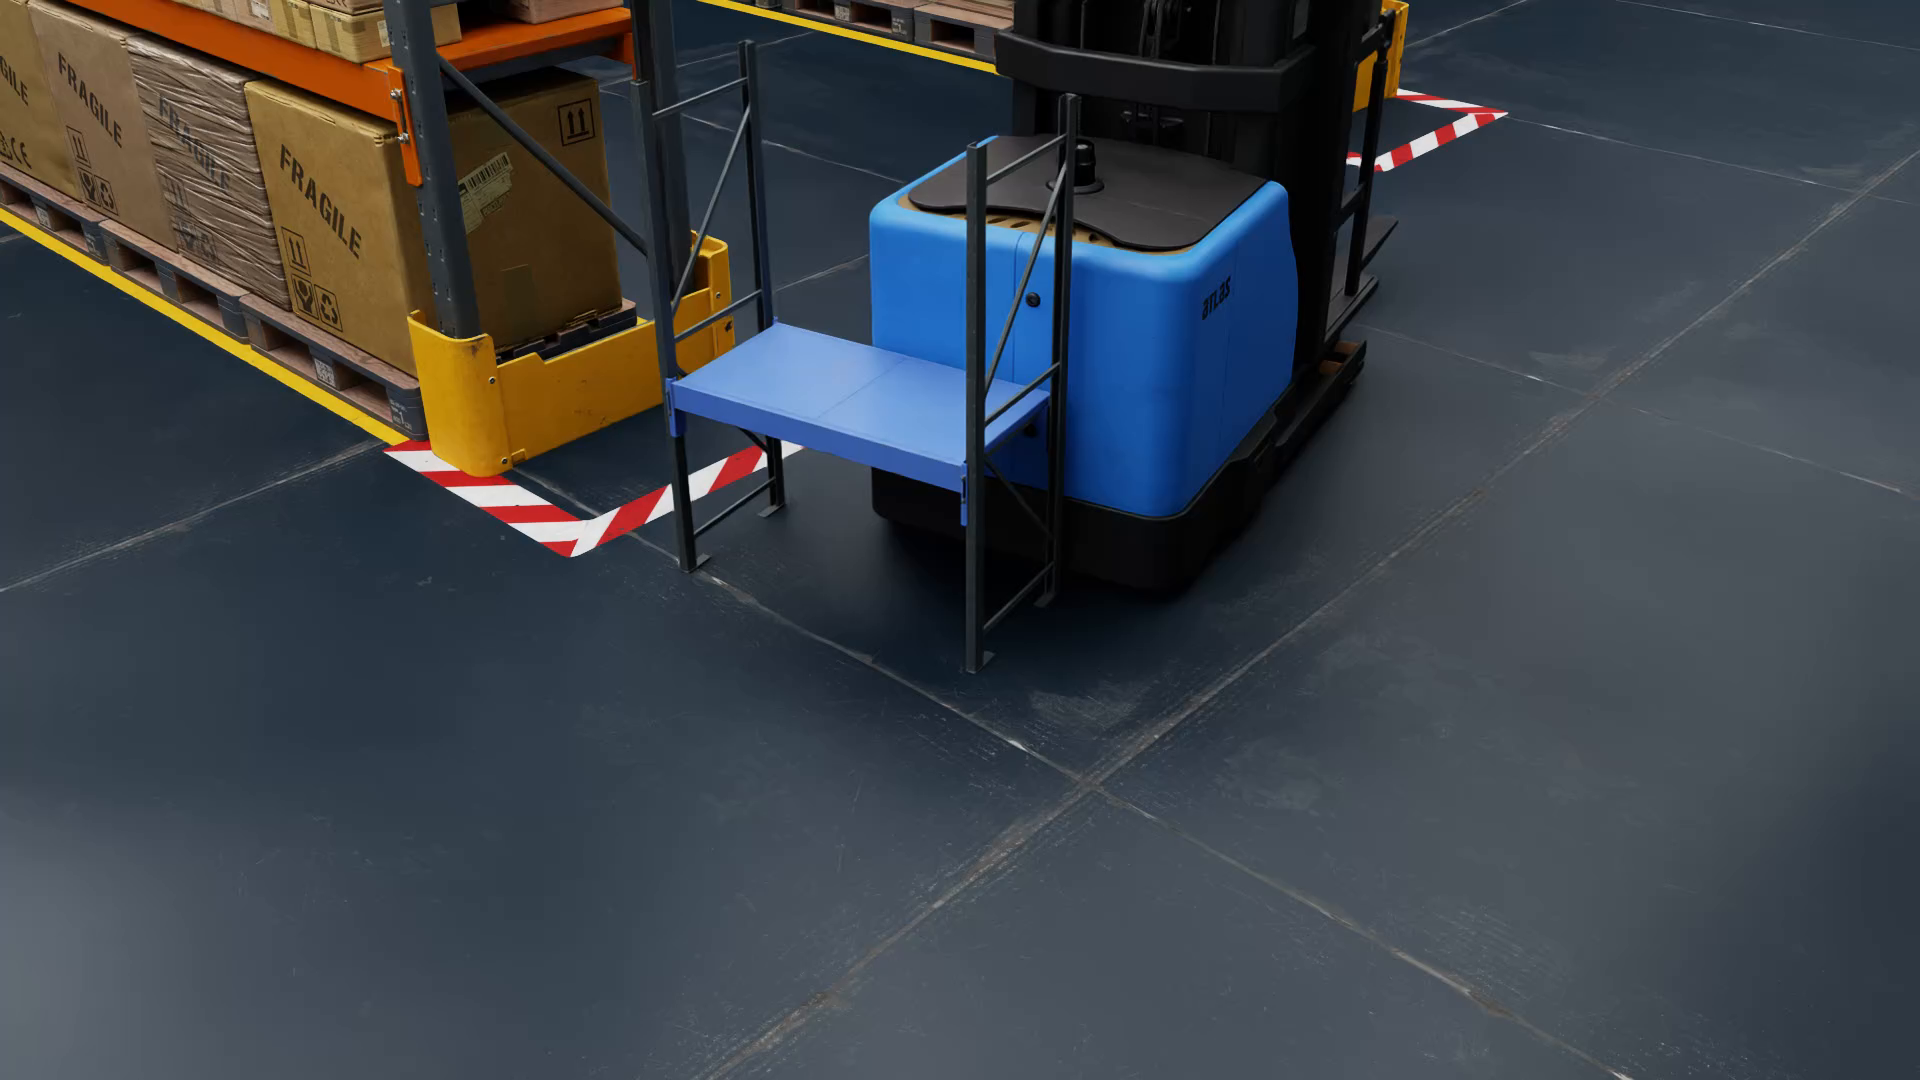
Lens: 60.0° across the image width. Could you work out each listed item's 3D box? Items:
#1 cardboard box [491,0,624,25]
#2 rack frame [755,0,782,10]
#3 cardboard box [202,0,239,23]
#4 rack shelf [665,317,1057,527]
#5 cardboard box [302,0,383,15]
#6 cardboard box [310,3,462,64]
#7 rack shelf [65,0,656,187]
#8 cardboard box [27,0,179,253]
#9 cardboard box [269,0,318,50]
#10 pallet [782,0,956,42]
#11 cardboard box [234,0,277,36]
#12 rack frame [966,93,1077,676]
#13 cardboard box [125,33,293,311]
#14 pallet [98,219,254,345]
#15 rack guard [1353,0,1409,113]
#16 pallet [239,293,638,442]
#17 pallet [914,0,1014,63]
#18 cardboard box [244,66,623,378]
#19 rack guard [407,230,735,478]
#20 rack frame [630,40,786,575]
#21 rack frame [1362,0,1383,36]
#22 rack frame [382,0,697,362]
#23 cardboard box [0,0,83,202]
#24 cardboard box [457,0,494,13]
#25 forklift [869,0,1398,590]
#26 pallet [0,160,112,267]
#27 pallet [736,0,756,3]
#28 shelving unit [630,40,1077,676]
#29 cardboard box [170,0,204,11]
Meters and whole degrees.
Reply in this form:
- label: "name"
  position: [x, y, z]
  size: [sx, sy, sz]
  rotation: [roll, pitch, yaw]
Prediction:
- label: "cardboard box"
  position: [-1.399, -1.913, 5.764]
  size: [0.250, 0.149, 0.380]
  rotation: [26, 39, 36]
- label: "rack frame"
  position: [-0.999, -5.050, 10.731]
  size: [0.127, 3.000, 1.000]
  rotation: [25, 39, 35]
- label: "cardboard box"
  position: [-2.407, -1.925, 5.784]
  size: [0.250, 0.149, 0.380]
  rotation: [26, 40, 36]
- label: "rack shelf"
  position: [-0.278, -0.361, 4.742]
  size: [1.000, 0.185, 0.538]
  rotation: [17, 35, 26]
- label: "cardboard box"
  position: [-1.895, -1.901, 5.357]
  size: [0.500, 0.250, 0.500]
  rotation: [24, 39, 34]
- label: "cardboard box"
  position: [-1.842, -1.662, 5.346]
  size: [0.250, 0.149, 0.380]
  rotation: [26, 40, 36]
- label: "rack shelf"
  position: [-2.840, -2.156, 6.621]
  size: [4.000, 0.370, 1.077]
  rotation: [25, 39, 35]
- label: "cardboard box"
  position: [-3.220, -1.856, 7.077]
  size: [0.875, 0.875, 0.875]
  rotation: [25, 39, 35]
- label: "cardboard box"
  position: [-2.036, -1.751, 5.494]
  size: [0.250, 0.149, 0.380]
  rotation: [25, 39, 36]
- label: "pallet"
  position: [-0.428, -3.616, 11.052]
  size: [1.213, 0.211, 1.003]
  rotation: [25, 39, 35]
- label: "cardboard box"
  position: [-2.222, -1.839, 5.640]
  size: [0.250, 0.149, 0.380]
  rotation: [25, 39, 35]
- label: "rack frame"
  position: [0.157, -0.379, 4.424]
  size: [0.032, 1.500, 0.500]
  rotation: [17, 35, 26]
- label: "cardboard box"
  position: [-2.560, -1.547, 6.565]
  size: [0.875, 0.875, 0.875]
  rotation: [25, 39, 35]
- label: "pallet"
  position: [-2.903, -1.246, 7.116]
  size: [1.213, 0.211, 1.003]
  rotation: [25, 39, 35]
- label: "rack guard"
  position: [1.993, -2.592, 9.070]
  size: [0.348, 0.500, 1.175]
  rotation: [25, 39, 35]
- label: "pallet"
  position: [-2.002, -0.824, 6.414]
  size: [1.213, 0.211, 1.003]
  rotation: [25, 39, 35]
- label: "pallet"
  position: [0.481, -3.194, 10.351]
  size: [1.213, 0.211, 1.003]
  rotation: [25, 39, 35]
- label: "cardboard box"
  position: [-1.885, -1.233, 6.042]
  size: [0.875, 0.875, 0.875]
  rotation: [25, 39, 35]
- label: "rack guard"
  position: [-1.339, -0.693, 5.916]
  size: [0.348, 0.500, 1.175]
  rotation: [25, 39, 35]
- label: "rack frame"
  position: [-0.714, -0.650, 4.873]
  size: [0.032, 1.500, 0.500]
  rotation: [17, 35, 26]
- label: "rack frame"
  position: [1.966, -3.666, 8.431]
  size: [0.127, 3.000, 1.000]
  rotation: [25, 39, 35]
- label: "rack frame"
  position: [-1.357, -1.772, 5.285]
  size: [0.127, 3.000, 1.000]
  rotation: [25, 39, 35]
- label: "cardboard box"
  position: [-3.887, -2.167, 7.594]
  size: [0.875, 0.875, 0.875]
  rotation: [25, 39, 35]
- label: "cardboard box"
  position: [-1.590, -2.002, 5.910]
  size: [0.250, 0.149, 0.380]
  rotation: [24, 39, 34]
- label: "forklift"
  position: [0.861, -1.843, 5.469]
  size: [1.130, 2.935, 3.031]
  rotation: [15, 34, 24]
- label: "pallet"
  position: [-3.812, -1.669, 7.817]
  size: [1.213, 0.211, 1.003]
  rotation: [25, 39, 35]
- label: "pallet"
  position: [-1.543, -4.139, 11.920]
  size: [1.213, 0.211, 1.003]
  rotation: [25, 39, 35]
- label: "shelving unit"
  position: [-0.278, -0.514, 4.649]
  size: [1.048, 1.500, 0.538]
  rotation: [17, 35, 26]
- label: "cardboard box"
  position: [-2.600, -2.015, 5.932]
  size: [0.250, 0.149, 0.380]
  rotation: [24, 39, 34]
